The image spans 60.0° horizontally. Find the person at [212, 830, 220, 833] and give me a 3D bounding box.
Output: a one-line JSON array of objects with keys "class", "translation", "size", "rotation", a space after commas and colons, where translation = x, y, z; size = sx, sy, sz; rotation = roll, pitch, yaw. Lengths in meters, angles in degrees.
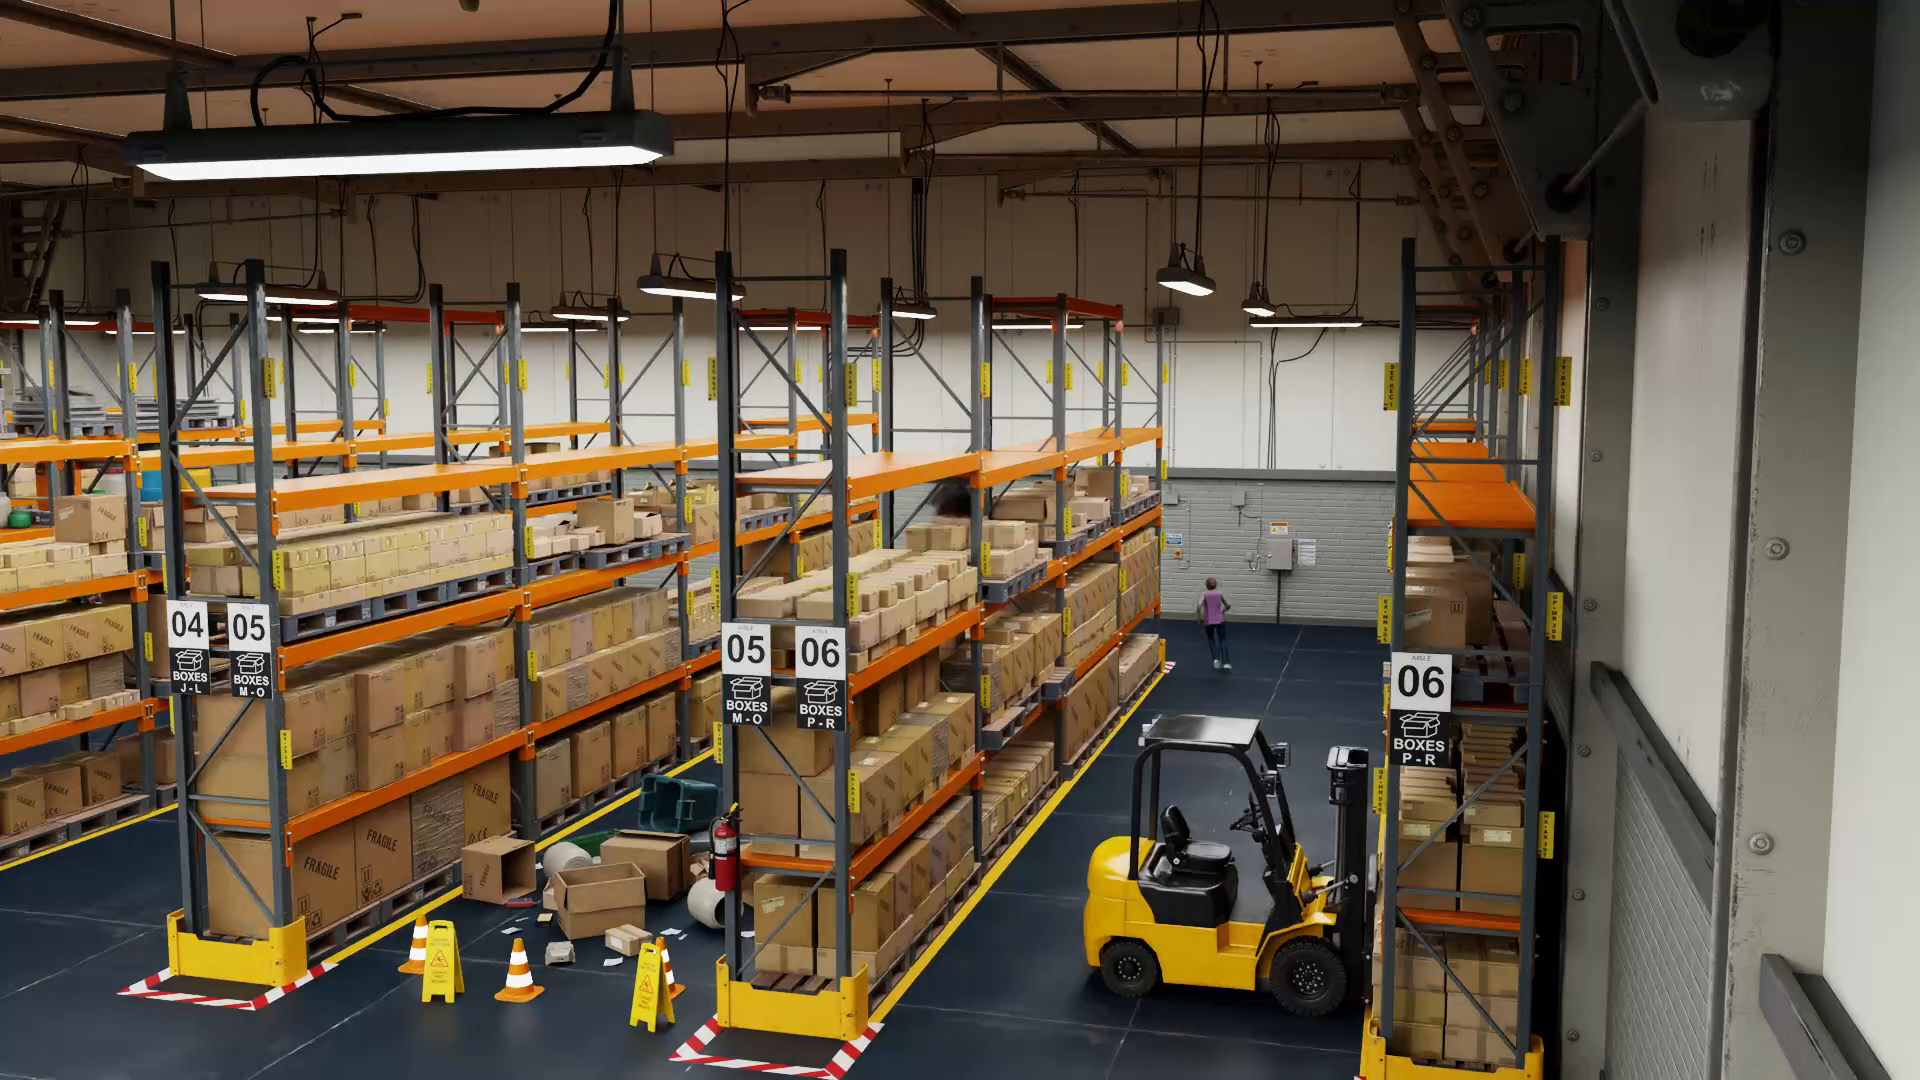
[{"class": "person", "translation": [-7.130, 2.583, 16.398], "size": [0.701, 1.726, 0.661], "rotation": [0, 6, 3]}]

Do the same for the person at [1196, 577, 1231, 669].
[{"class": "person", "translation": [4.272, 1.421, 28.069], "size": [0.608, 1.599, 0.627], "rotation": [0, 6, 3]}]

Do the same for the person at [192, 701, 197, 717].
[{"class": "person", "translation": [-11.114, 1.803, 23.759], "size": [0.670, 1.819, 0.822], "rotation": [2, 6, 15]}]
